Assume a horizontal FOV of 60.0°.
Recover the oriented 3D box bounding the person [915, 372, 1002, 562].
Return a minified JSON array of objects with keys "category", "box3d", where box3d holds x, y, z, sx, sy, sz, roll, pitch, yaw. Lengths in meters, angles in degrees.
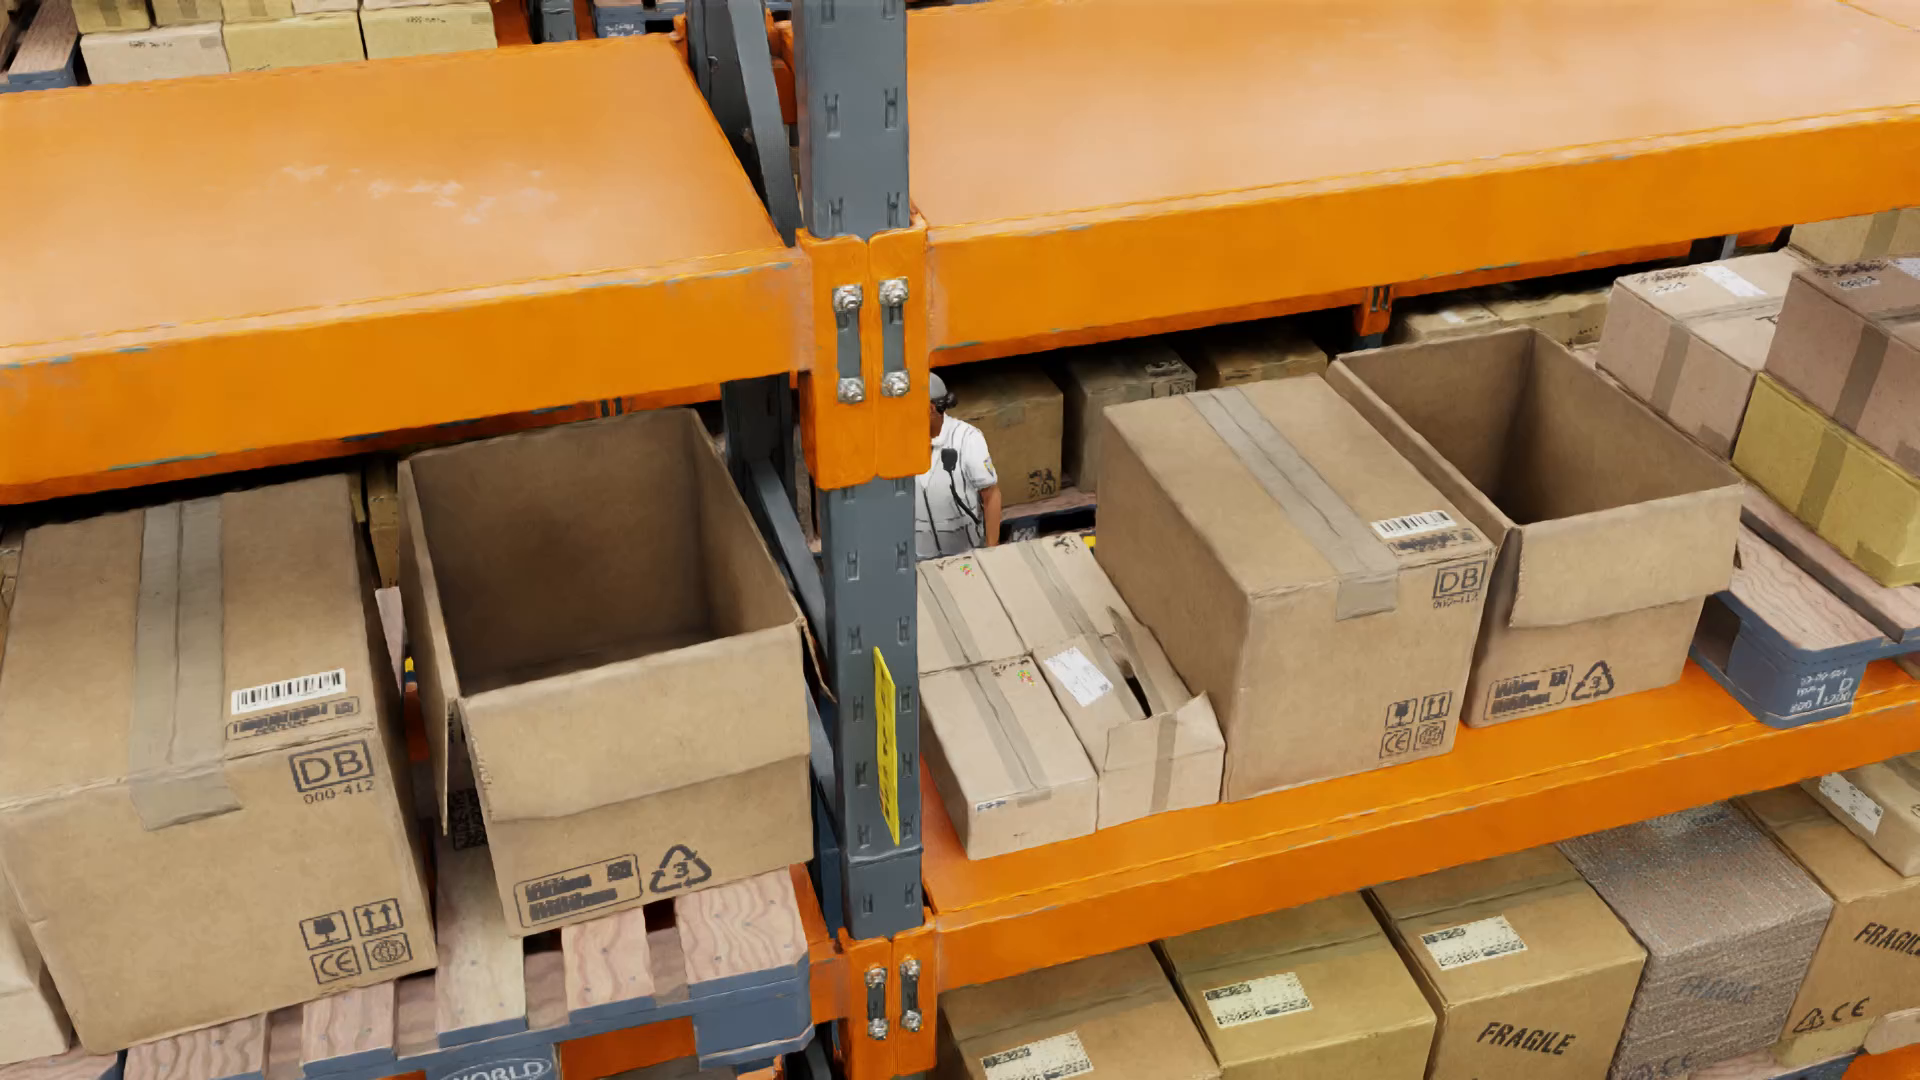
[{"category":"person","box3d":[-0.067,0.012,7.452,0.534,1.631,0.686,2,34,3]}]
